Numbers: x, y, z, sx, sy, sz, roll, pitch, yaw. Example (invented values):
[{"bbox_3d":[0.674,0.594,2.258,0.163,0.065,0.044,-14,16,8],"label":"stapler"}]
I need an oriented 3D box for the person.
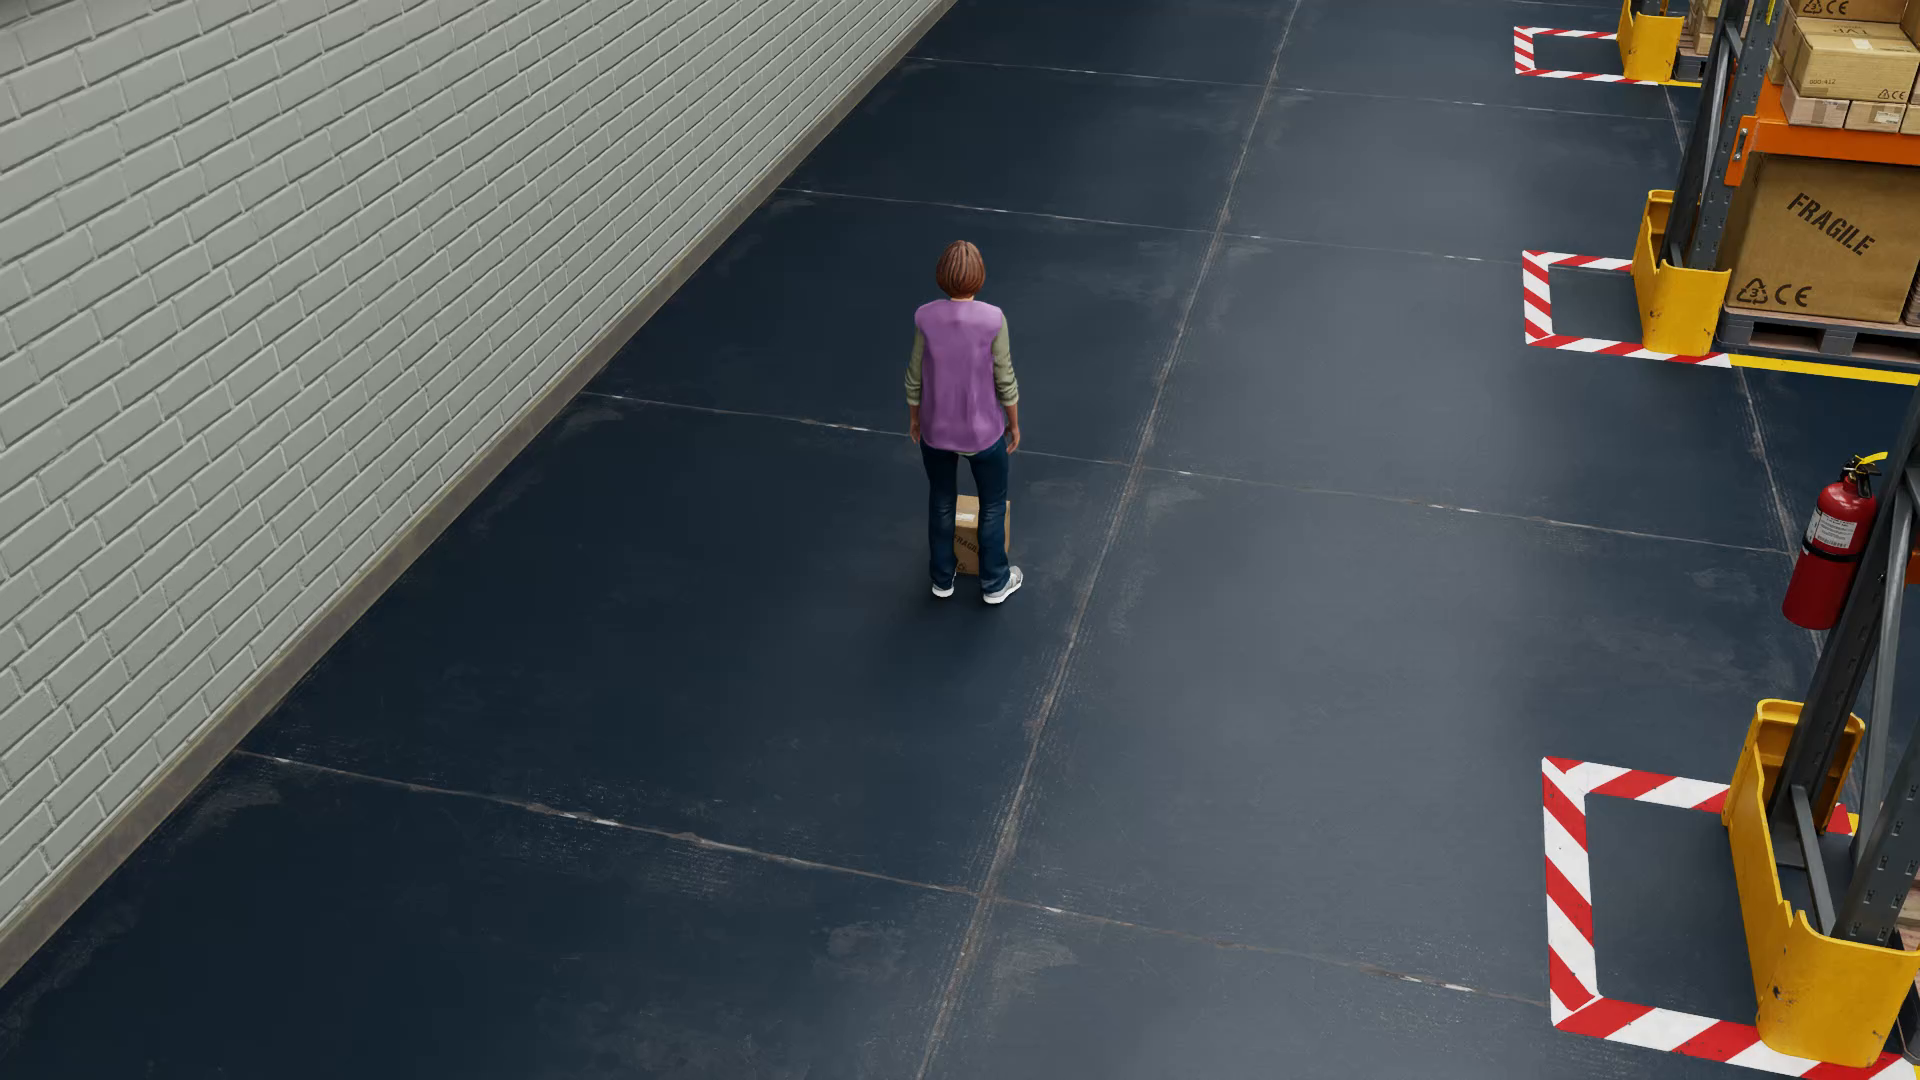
[{"bbox_3d":[0.016,-0.366,6.890,0.483,1.392,0.337,7,34,10],"label":"person"}]
